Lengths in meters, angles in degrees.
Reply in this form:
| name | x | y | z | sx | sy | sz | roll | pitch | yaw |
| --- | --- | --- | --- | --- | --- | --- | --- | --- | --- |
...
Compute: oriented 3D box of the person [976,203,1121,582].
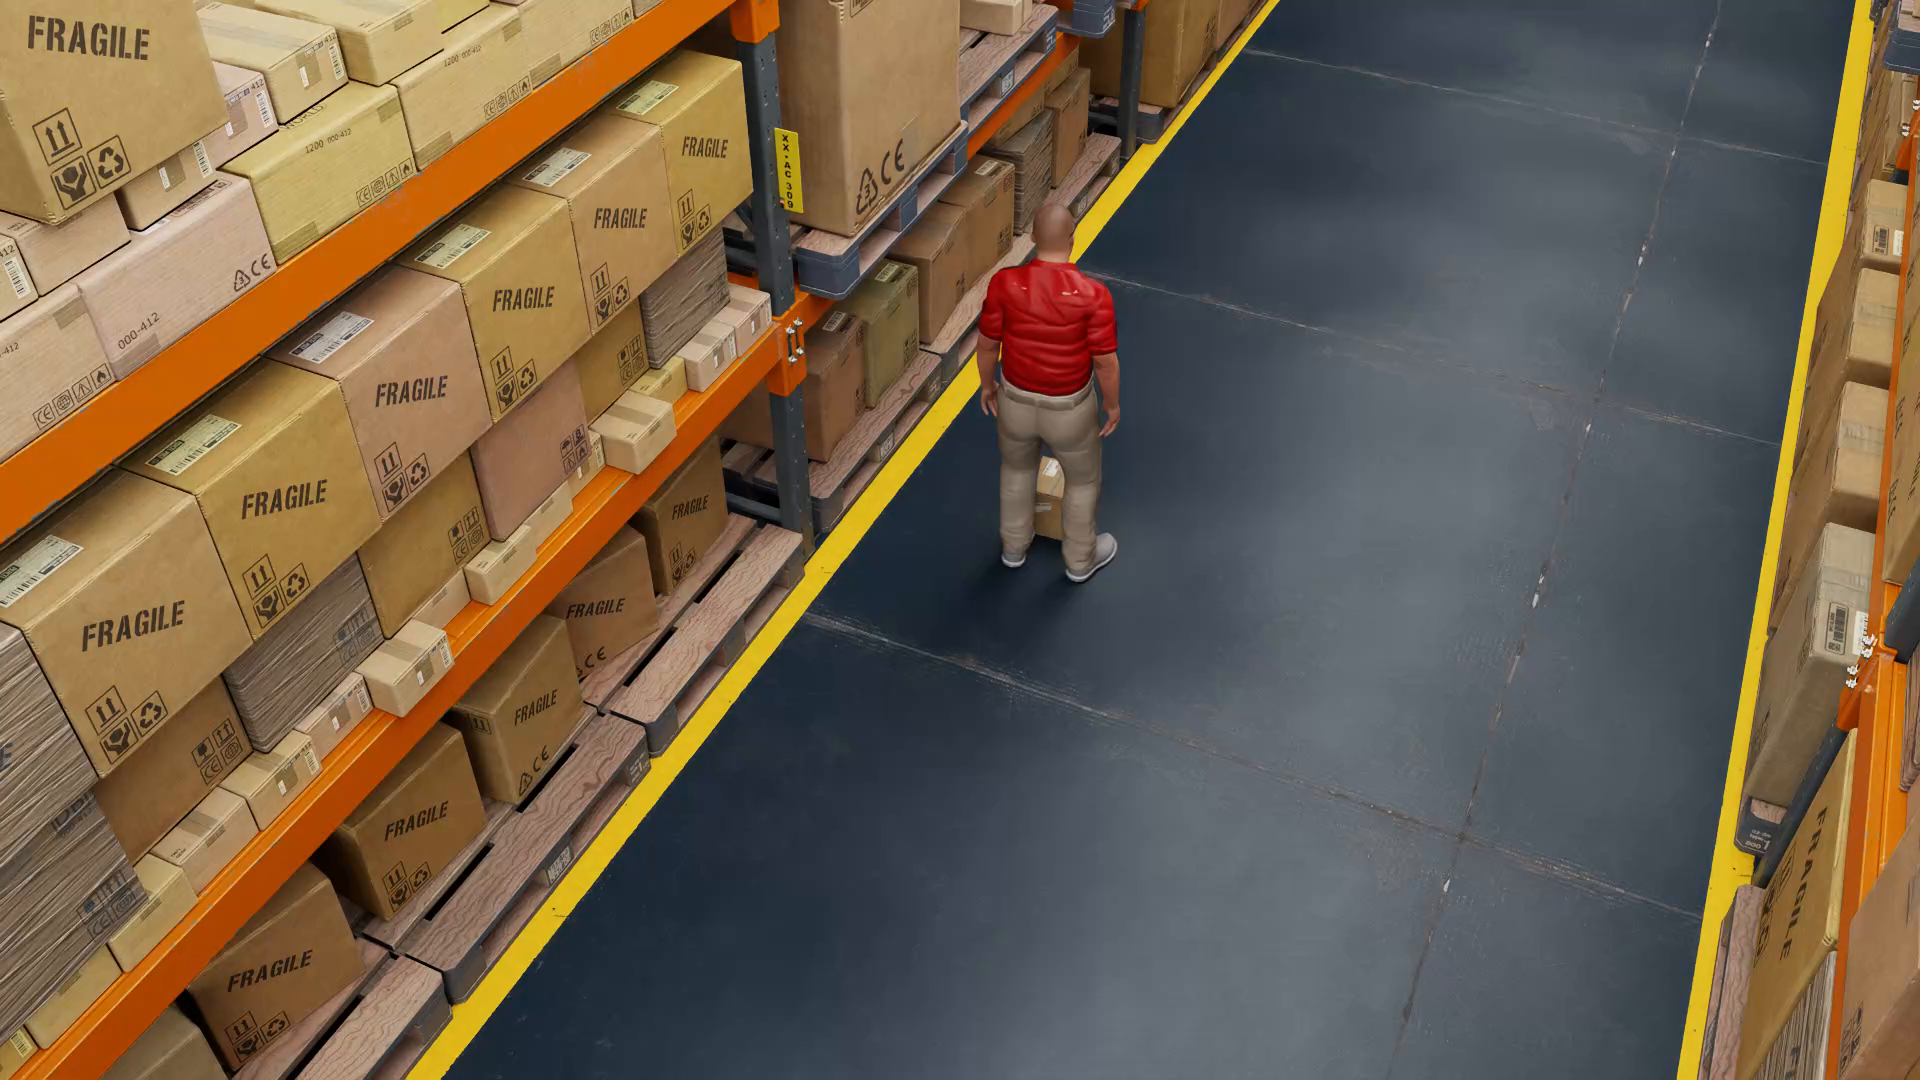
| name | x | y | z | sx | sy | sz | roll | pitch | yaw |
| --- | --- | --- | --- | --- | --- | --- | --- | --- | --- |
| person | 0.370 | -0.574 | 6.814 | 0.608 | 1.726 | 0.394 | 12 | 43 | 13 |
